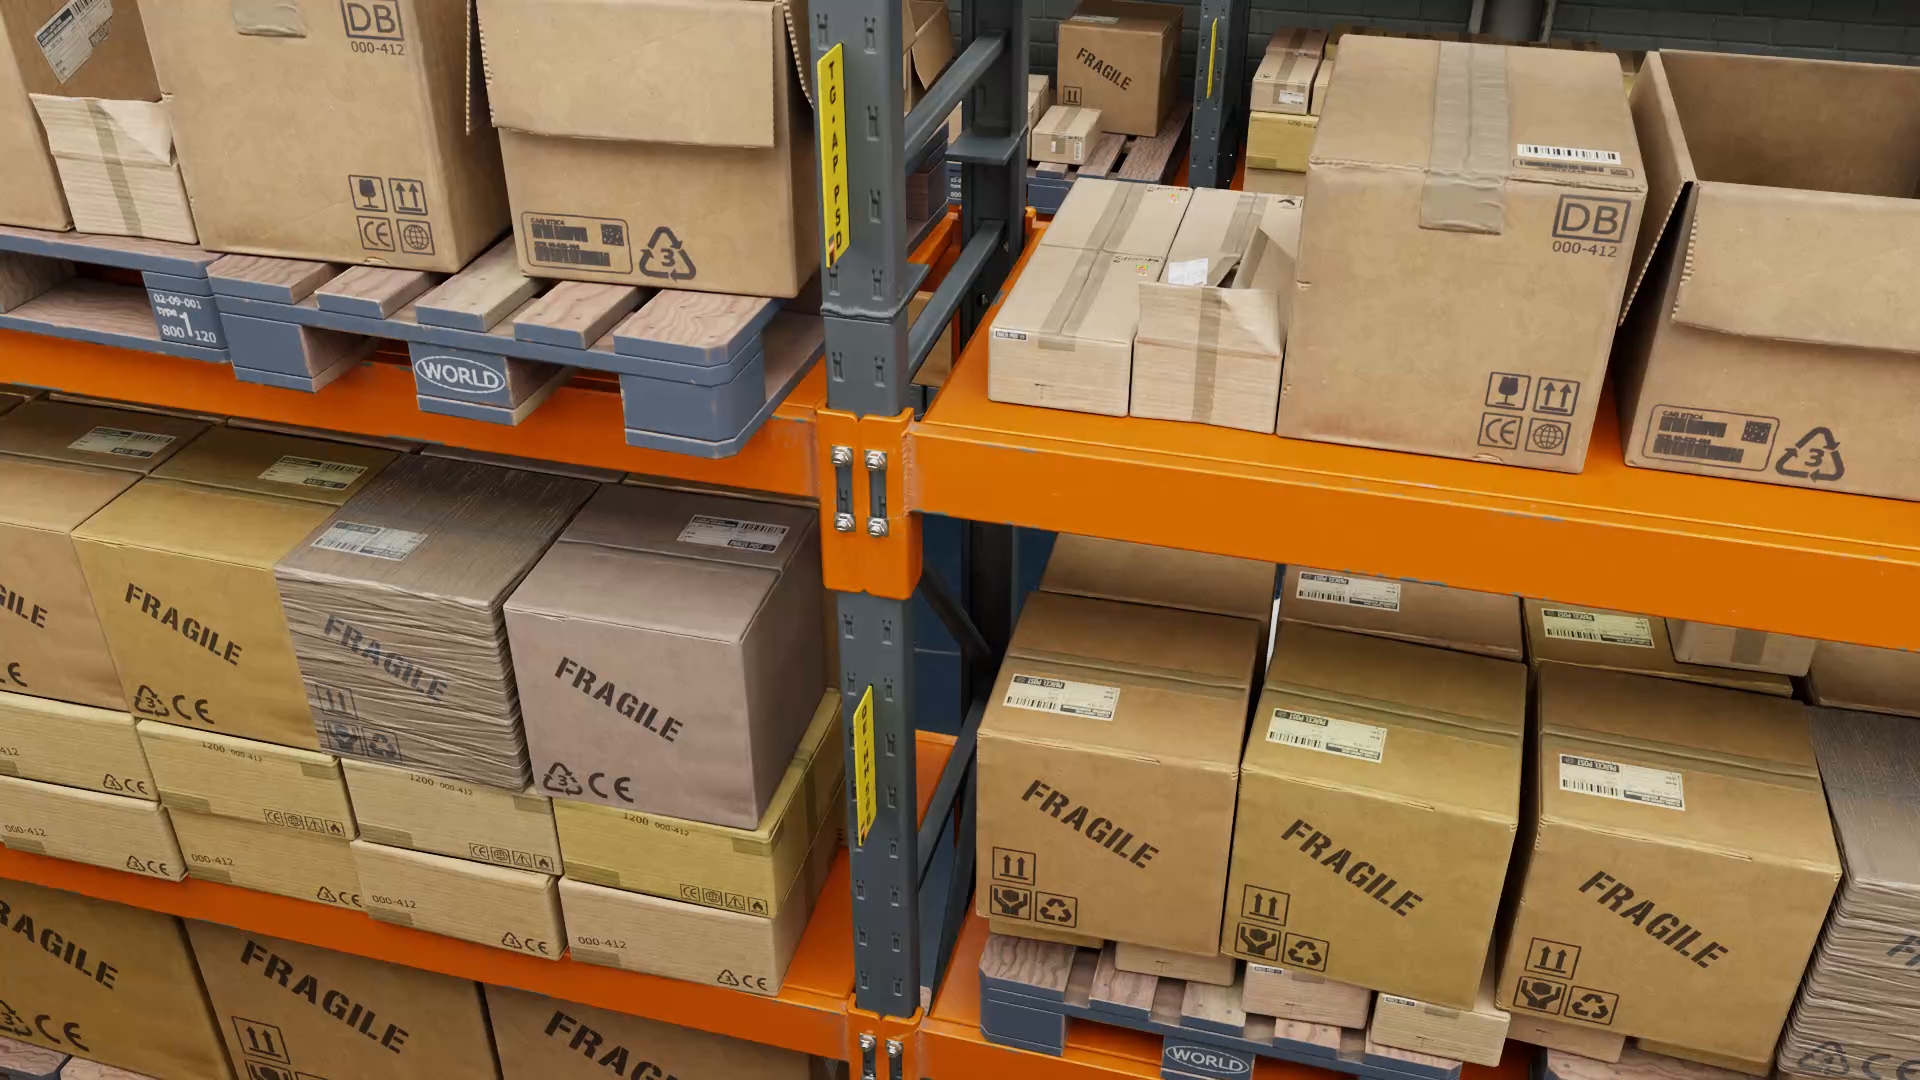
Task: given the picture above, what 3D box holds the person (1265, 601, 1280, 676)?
[{"bbox_3d":[1.224,0.561,5.970,0.881,1.006,0.567,8,33,12],"label":"person"}]
